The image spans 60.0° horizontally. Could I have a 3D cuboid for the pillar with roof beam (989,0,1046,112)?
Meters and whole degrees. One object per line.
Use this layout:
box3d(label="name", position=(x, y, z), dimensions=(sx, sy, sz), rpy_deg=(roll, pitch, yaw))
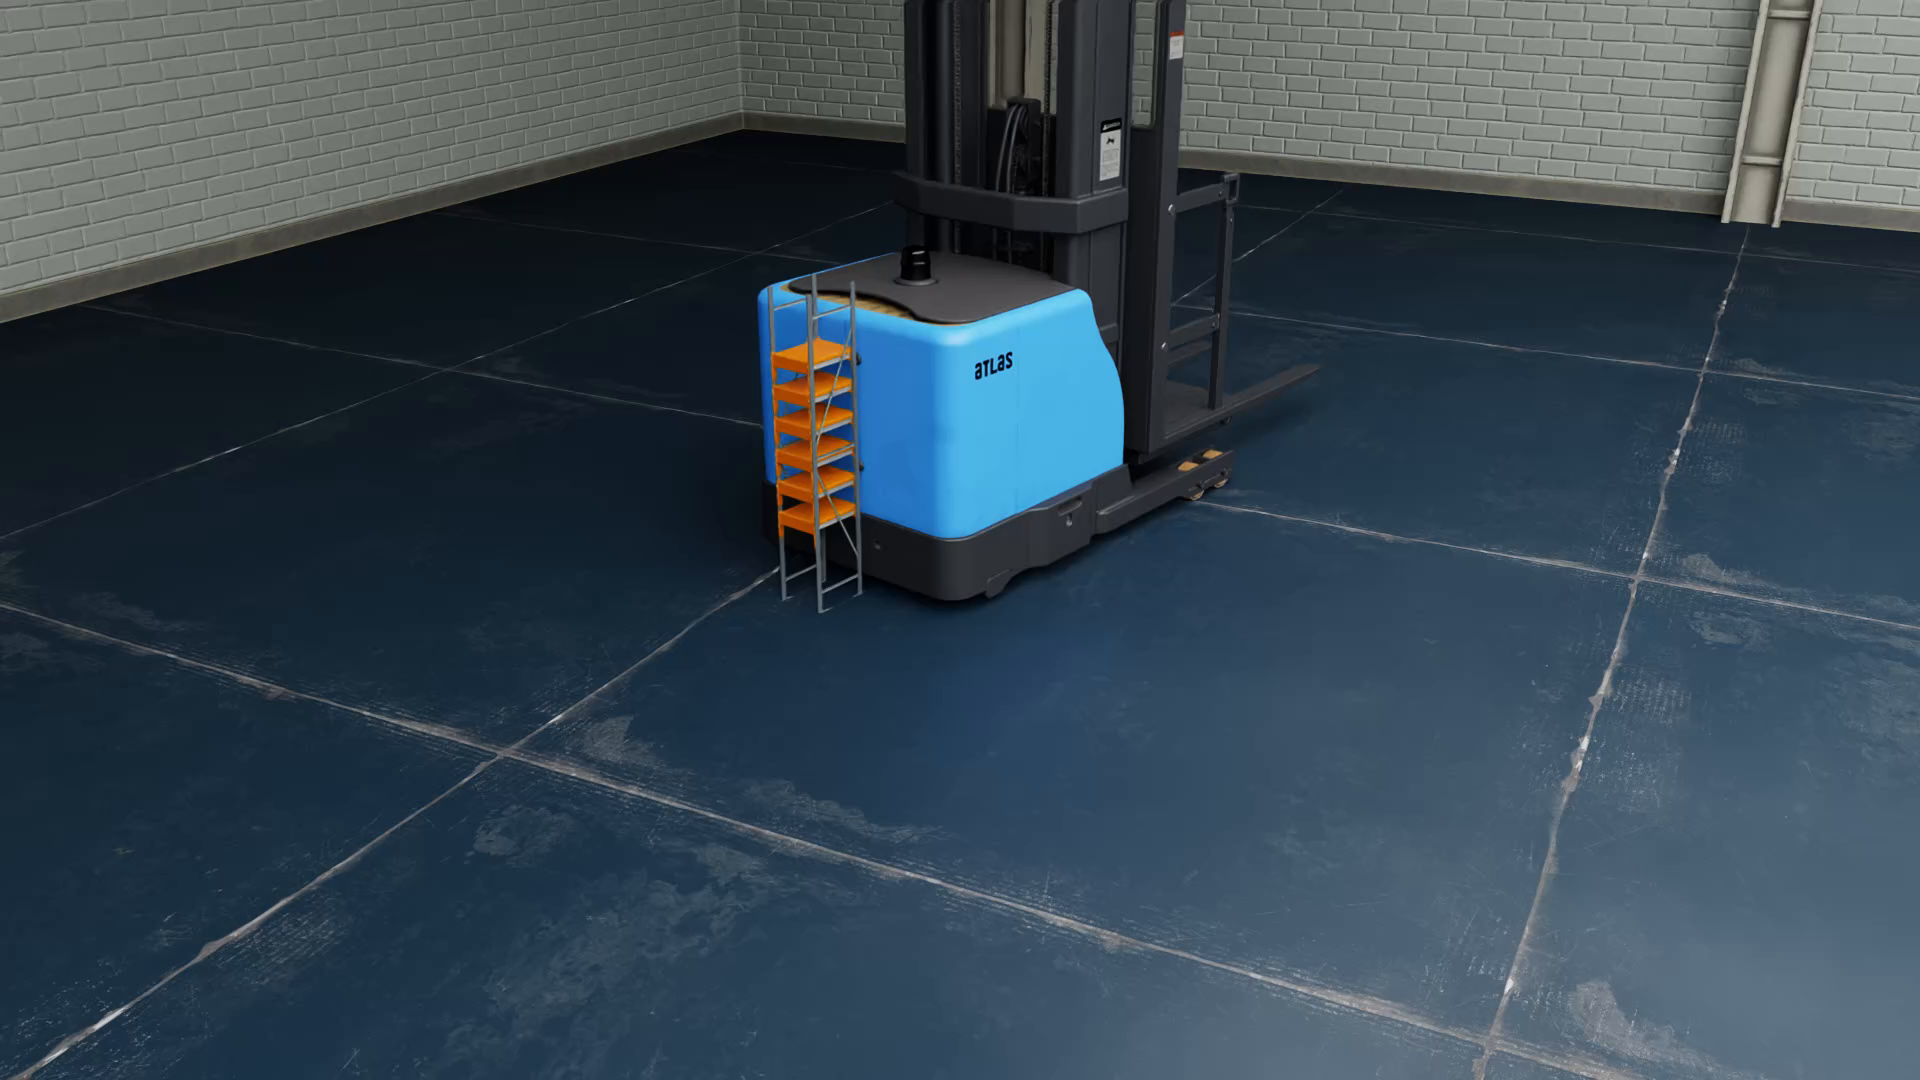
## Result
box3d(label="pillar with roof beam", position=(-1.446, -6.057, 9.495), dimensions=(0.400, 9.000, 9.100), rpy_deg=(11, 25, 25))

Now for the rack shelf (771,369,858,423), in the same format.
box3d(label="rack shelf", position=(-0.517, -0.517, 5.932), dimensions=(0.180, 0.103, 0.258), rpy_deg=(17, 29, 35))

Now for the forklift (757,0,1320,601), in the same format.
box3d(label="forklift", position=(0.551, -1.630, 6.838), dimensions=(1.130, 2.935, 3.031), rpy_deg=(18, 29, 36))

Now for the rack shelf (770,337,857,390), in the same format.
box3d(label="rack shelf", position=(-0.517, -0.627, 5.885), dimensions=(0.180, 0.103, 0.258), rpy_deg=(17, 29, 35))

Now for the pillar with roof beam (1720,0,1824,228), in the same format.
box3d(label="pillar with roof beam", position=(3.908, -4.998, 7.004), dimensions=(0.400, 9.000, 9.100), rpy_deg=(11, 25, 25))

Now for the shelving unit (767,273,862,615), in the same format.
box3d(label="shelving unit", position=(-0.517, -0.337, 6.009), dimensions=(0.189, 1.200, 0.258), rpy_deg=(17, 29, 35))

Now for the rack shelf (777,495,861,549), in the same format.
box3d(label="rack shelf", position=(-0.517, -0.075, 6.120), dimensions=(0.180, 0.103, 0.258), rpy_deg=(17, 29, 35))

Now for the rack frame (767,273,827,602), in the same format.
box3d(label="rack frame", position=(-0.588, -0.359, 6.061), dimensions=(0.006, 1.200, 0.240), rpy_deg=(17, 29, 35))

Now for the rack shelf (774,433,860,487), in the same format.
box3d(label="rack shelf", position=(-0.517, -0.296, 6.026), dimensions=(0.180, 0.103, 0.258), rpy_deg=(17, 29, 35))

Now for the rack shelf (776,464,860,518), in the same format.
box3d(label="rack shelf", position=(-0.517, -0.185, 6.073), dimensions=(0.180, 0.103, 0.258), rpy_deg=(17, 29, 35))

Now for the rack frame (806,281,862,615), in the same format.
box3d(label="rack frame", position=(-0.445, -0.314, 5.956), dimensions=(0.006, 1.200, 0.240), rpy_deg=(17, 29, 35))

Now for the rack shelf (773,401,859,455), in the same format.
box3d(label="rack shelf", position=(-0.517, -0.406, 5.979), dimensions=(0.180, 0.103, 0.258), rpy_deg=(17, 29, 35))
